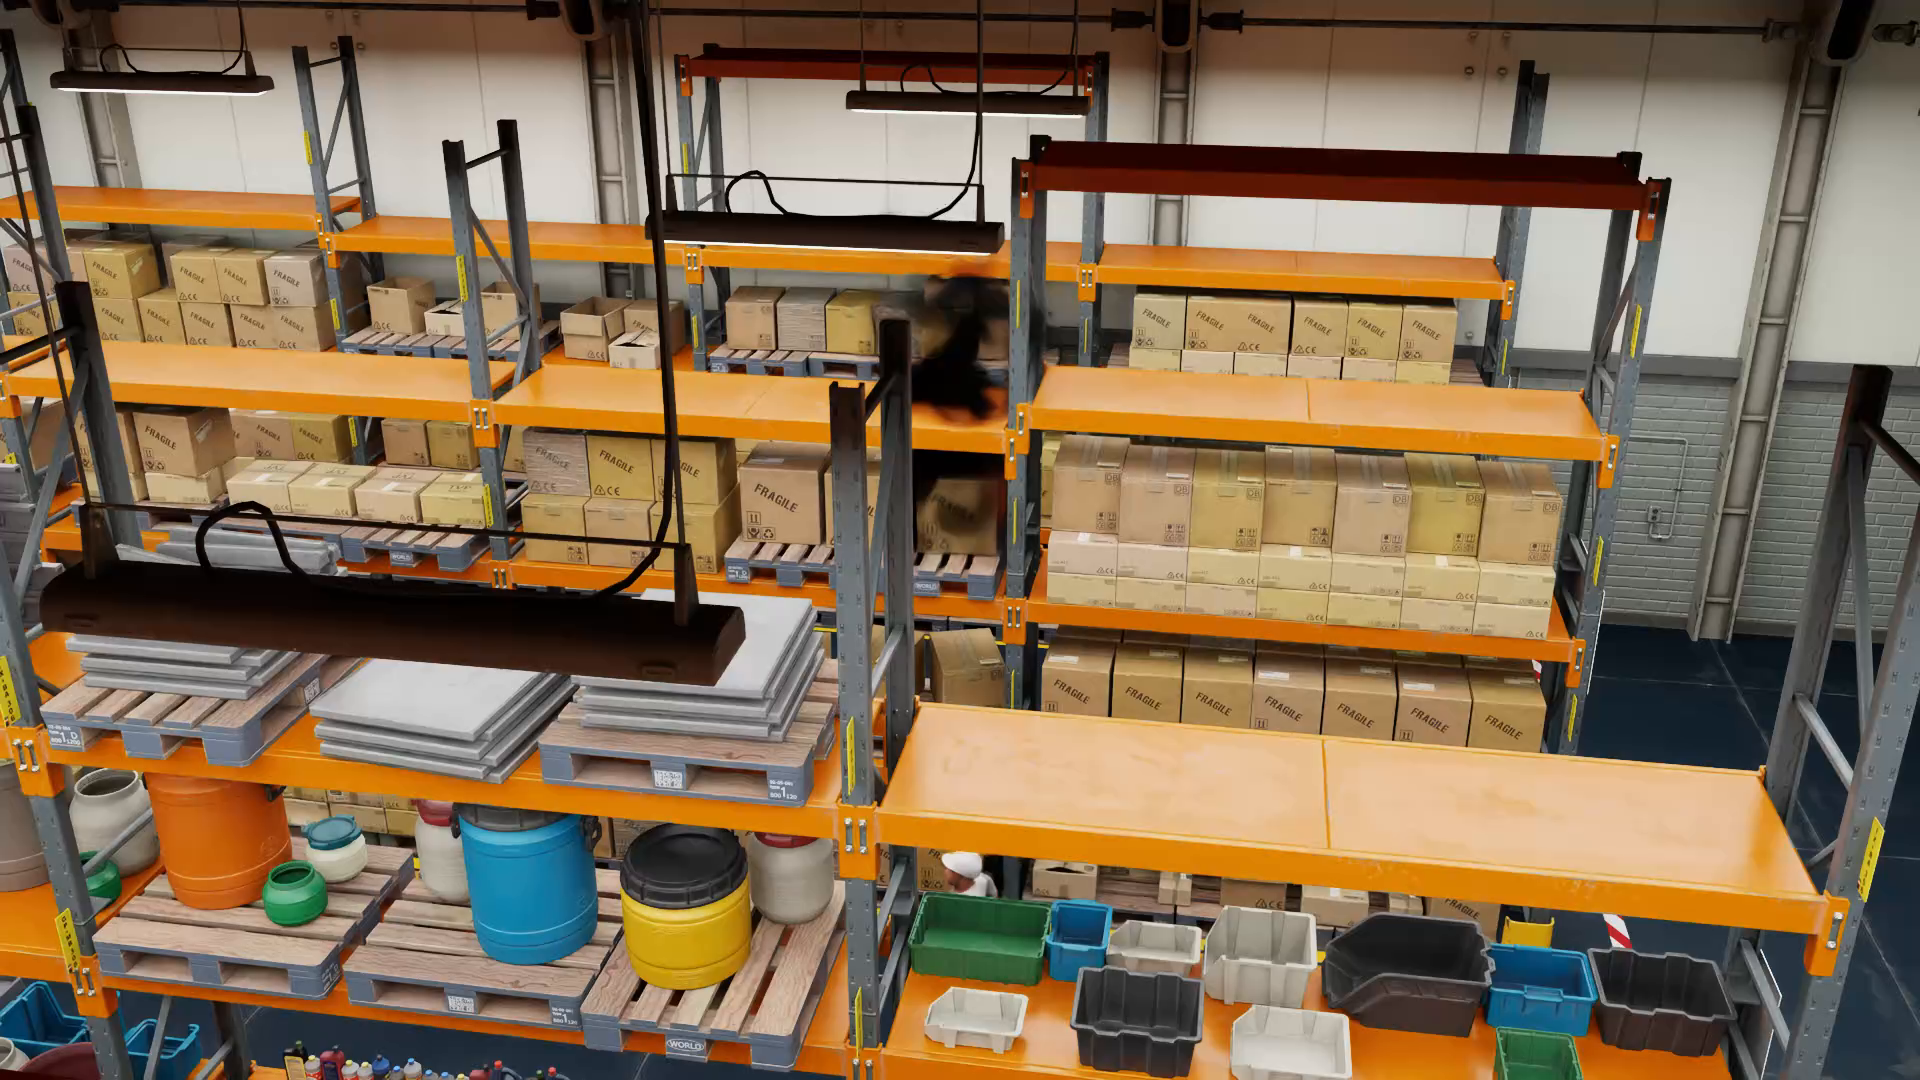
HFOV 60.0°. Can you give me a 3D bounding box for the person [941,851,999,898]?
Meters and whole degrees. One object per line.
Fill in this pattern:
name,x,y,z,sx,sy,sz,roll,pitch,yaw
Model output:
person,0.048,2.871,11.345,0.930,1.786,0.656,1,23,3
